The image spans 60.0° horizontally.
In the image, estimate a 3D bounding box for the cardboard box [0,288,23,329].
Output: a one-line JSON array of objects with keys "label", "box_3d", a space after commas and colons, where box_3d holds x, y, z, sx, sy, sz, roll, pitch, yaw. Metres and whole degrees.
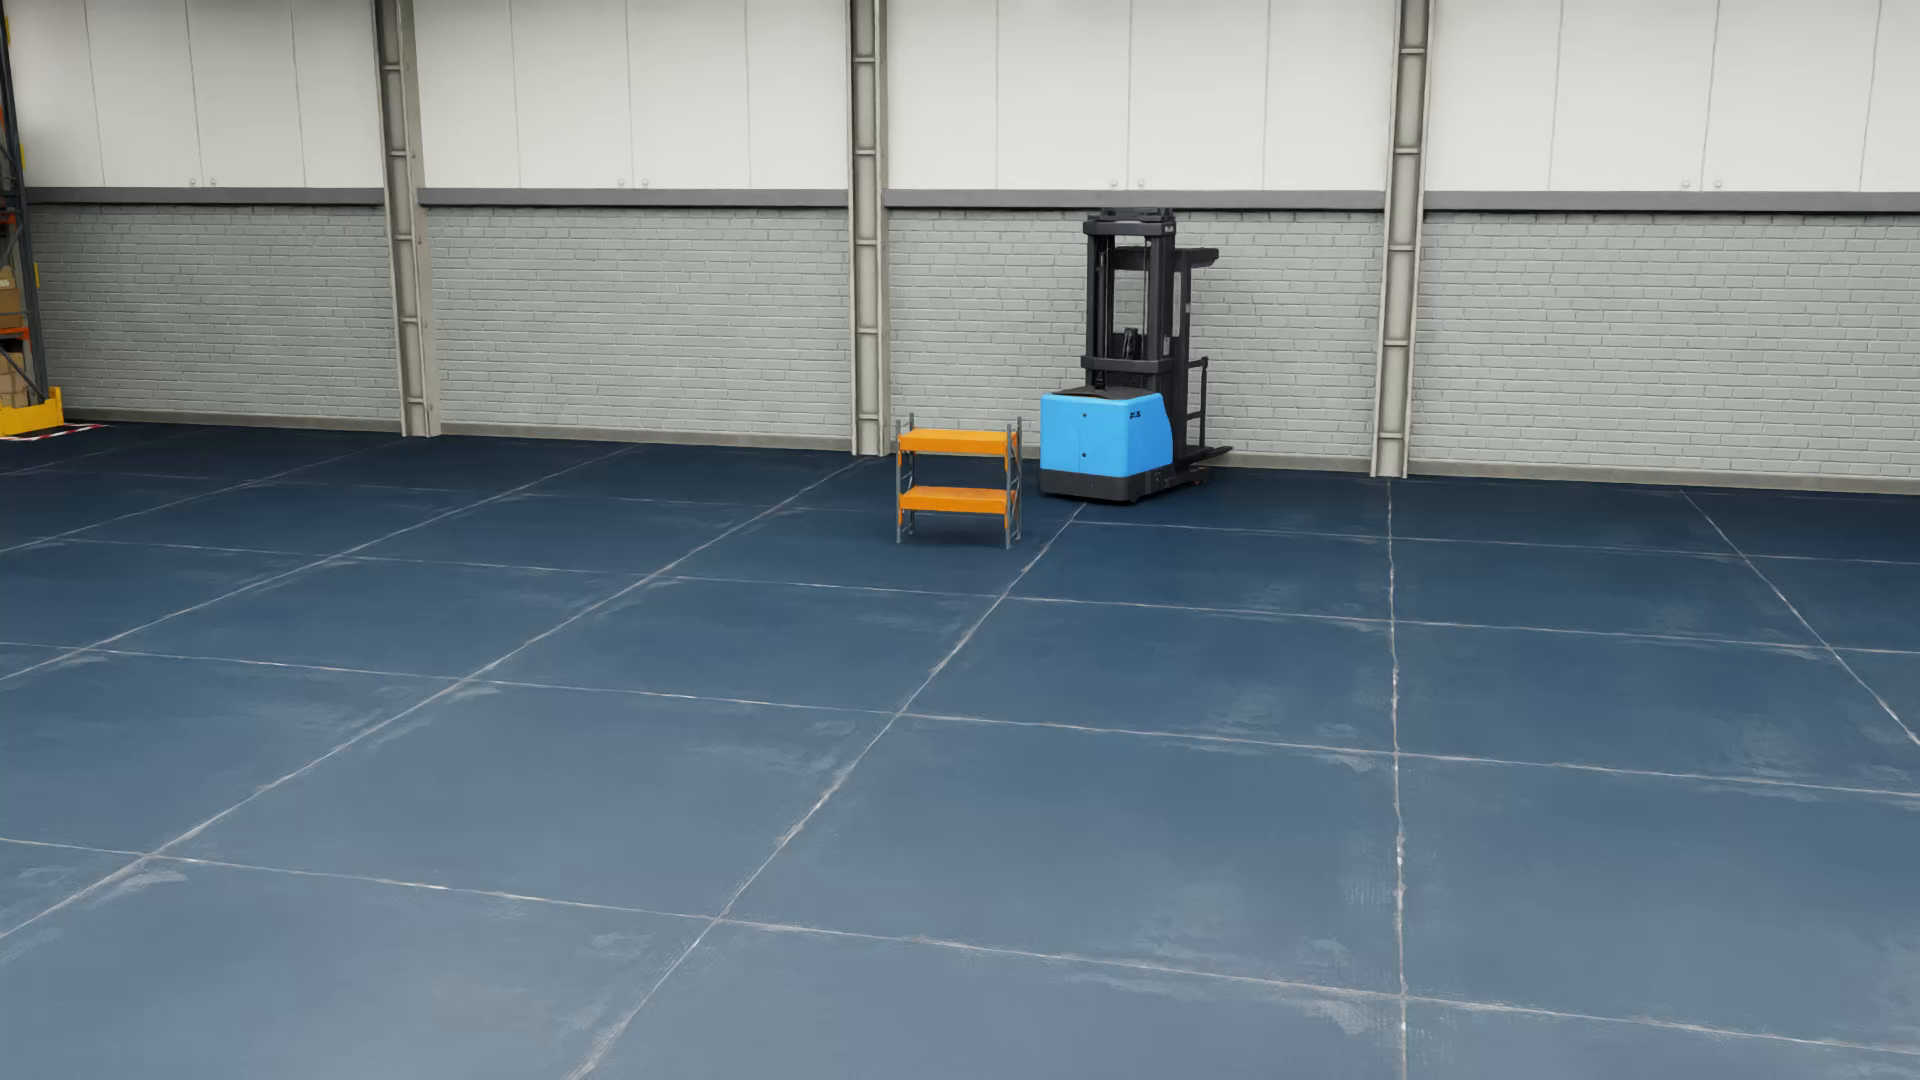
[{"label": "cardboard box", "box_3d": [-12.665, -3.027, 21.721, 0.500, 0.500, 0.500, 3, 13, 15]}]

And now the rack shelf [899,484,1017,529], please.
[{"label": "rack shelf", "box_3d": [-0.007, -0.311, 15.166, 1.000, 0.278, 0.538, 3, 13, 14]}]

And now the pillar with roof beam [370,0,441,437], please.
[{"label": "pillar with roof beam", "box_3d": [-7.917, -4.832, 16.236, 0.400, 9.000, 9.100, 3, 13, 14]}]

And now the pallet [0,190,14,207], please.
[{"label": "pallet", "box_3d": [-12.931, -4.357, 21.227, 1.213, 0.211, 1.003, 3, 13, 14]}]

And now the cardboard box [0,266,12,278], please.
[{"label": "cardboard box", "box_3d": [-12.526, -3.467, 21.521, 0.250, 0.149, 0.380, 3, 13, 12]}]

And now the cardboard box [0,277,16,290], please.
[{"label": "cardboard box", "box_3d": [-12.518, -3.332, 21.597, 0.250, 0.149, 0.380, 3, 13, 12]}]

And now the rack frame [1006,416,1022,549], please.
[{"label": "rack frame", "box_3d": [0.487, -0.523, 14.995, 0.032, 1.125, 0.500, 3, 13, 14]}]

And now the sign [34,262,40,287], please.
[{"label": "sign", "box_3d": [-12.112, -3.472, 21.775, 0.005, 0.325, 0.100, 3, 13, 14]}]

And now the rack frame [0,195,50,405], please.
[{"label": "rack frame", "box_3d": [-12.251, -2.894, 21.353, 0.127, 3.000, 1.000, 3, 13, 14]}]

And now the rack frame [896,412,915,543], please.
[{"label": "rack frame", "box_3d": [-0.500, -0.576, 15.232, 0.032, 1.125, 0.500, 3, 13, 14]}]

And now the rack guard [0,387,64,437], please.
[{"label": "rack guard", "box_3d": [-12.228, -1.672, 21.618, 0.348, 0.500, 1.175, 3, 13, 14]}]

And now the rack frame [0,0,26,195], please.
[{"label": "rack frame", "box_3d": [-12.251, -5.823, 20.703, 0.127, 3.000, 1.000, 3, 13, 14]}]

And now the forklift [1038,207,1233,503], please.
[{"label": "forklift", "box_3d": [2.063, -2.078, 17.833, 1.130, 2.935, 3.031, 9, 15, 34]}]

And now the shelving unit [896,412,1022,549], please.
[{"label": "shelving unit", "box_3d": [-0.007, -0.549, 15.113, 1.048, 1.125, 0.538, 3, 13, 14]}]

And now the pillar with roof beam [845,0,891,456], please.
[{"label": "pillar with roof beam", "box_3d": [-2.092, -4.520, 14.833, 0.400, 9.000, 9.100, 3, 13, 14]}]

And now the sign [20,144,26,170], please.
[{"label": "sign", "box_3d": [-12.112, -4.940, 21.449, 0.005, 0.325, 0.100, 3, 13, 14]}]

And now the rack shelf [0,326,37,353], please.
[{"label": "rack shelf", "box_3d": [-14.193, -2.647, 21.899, 4.000, 0.370, 1.077, 3, 13, 14]}]

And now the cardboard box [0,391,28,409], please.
[{"label": "cardboard box", "box_3d": [-12.681, -1.823, 21.905, 0.500, 0.250, 0.500, 3, 13, 14]}]

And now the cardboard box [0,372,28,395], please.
[{"label": "cardboard box", "box_3d": [-12.658, -2.069, 21.858, 0.500, 0.250, 0.500, 3, 13, 15]}]

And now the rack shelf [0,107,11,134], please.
[{"label": "rack shelf", "box_3d": [-14.193, -5.380, 21.292, 4.000, 0.370, 1.077, 3, 13, 14]}]

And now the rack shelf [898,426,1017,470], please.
[{"label": "rack shelf", "box_3d": [-0.007, -0.835, 15.050, 1.000, 0.278, 0.538, 3, 13, 14]}]

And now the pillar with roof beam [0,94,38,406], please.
[{"label": "pillar with roof beam", "box_3d": [-13.742, -5.143, 17.640, 0.400, 9.000, 9.100, 3, 13, 14]}]

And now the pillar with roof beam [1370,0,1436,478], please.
[{"label": "pillar with roof beam", "box_3d": [3.733, -4.209, 13.429, 0.400, 9.000, 9.100, 3, 13, 14]}]

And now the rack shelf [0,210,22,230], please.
[{"label": "rack shelf", "box_3d": [-14.193, -4.111, 21.574, 4.000, 0.370, 1.077, 3, 13, 14]}]

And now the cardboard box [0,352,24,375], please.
[{"label": "cardboard box", "box_3d": [-12.672, -2.310, 21.789, 0.500, 0.250, 0.500, 3, 13, 13]}]

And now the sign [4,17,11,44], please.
[{"label": "sign", "box_3d": [-12.112, -6.473, 21.109, 0.005, 0.325, 0.100, 3, 13, 14]}]
